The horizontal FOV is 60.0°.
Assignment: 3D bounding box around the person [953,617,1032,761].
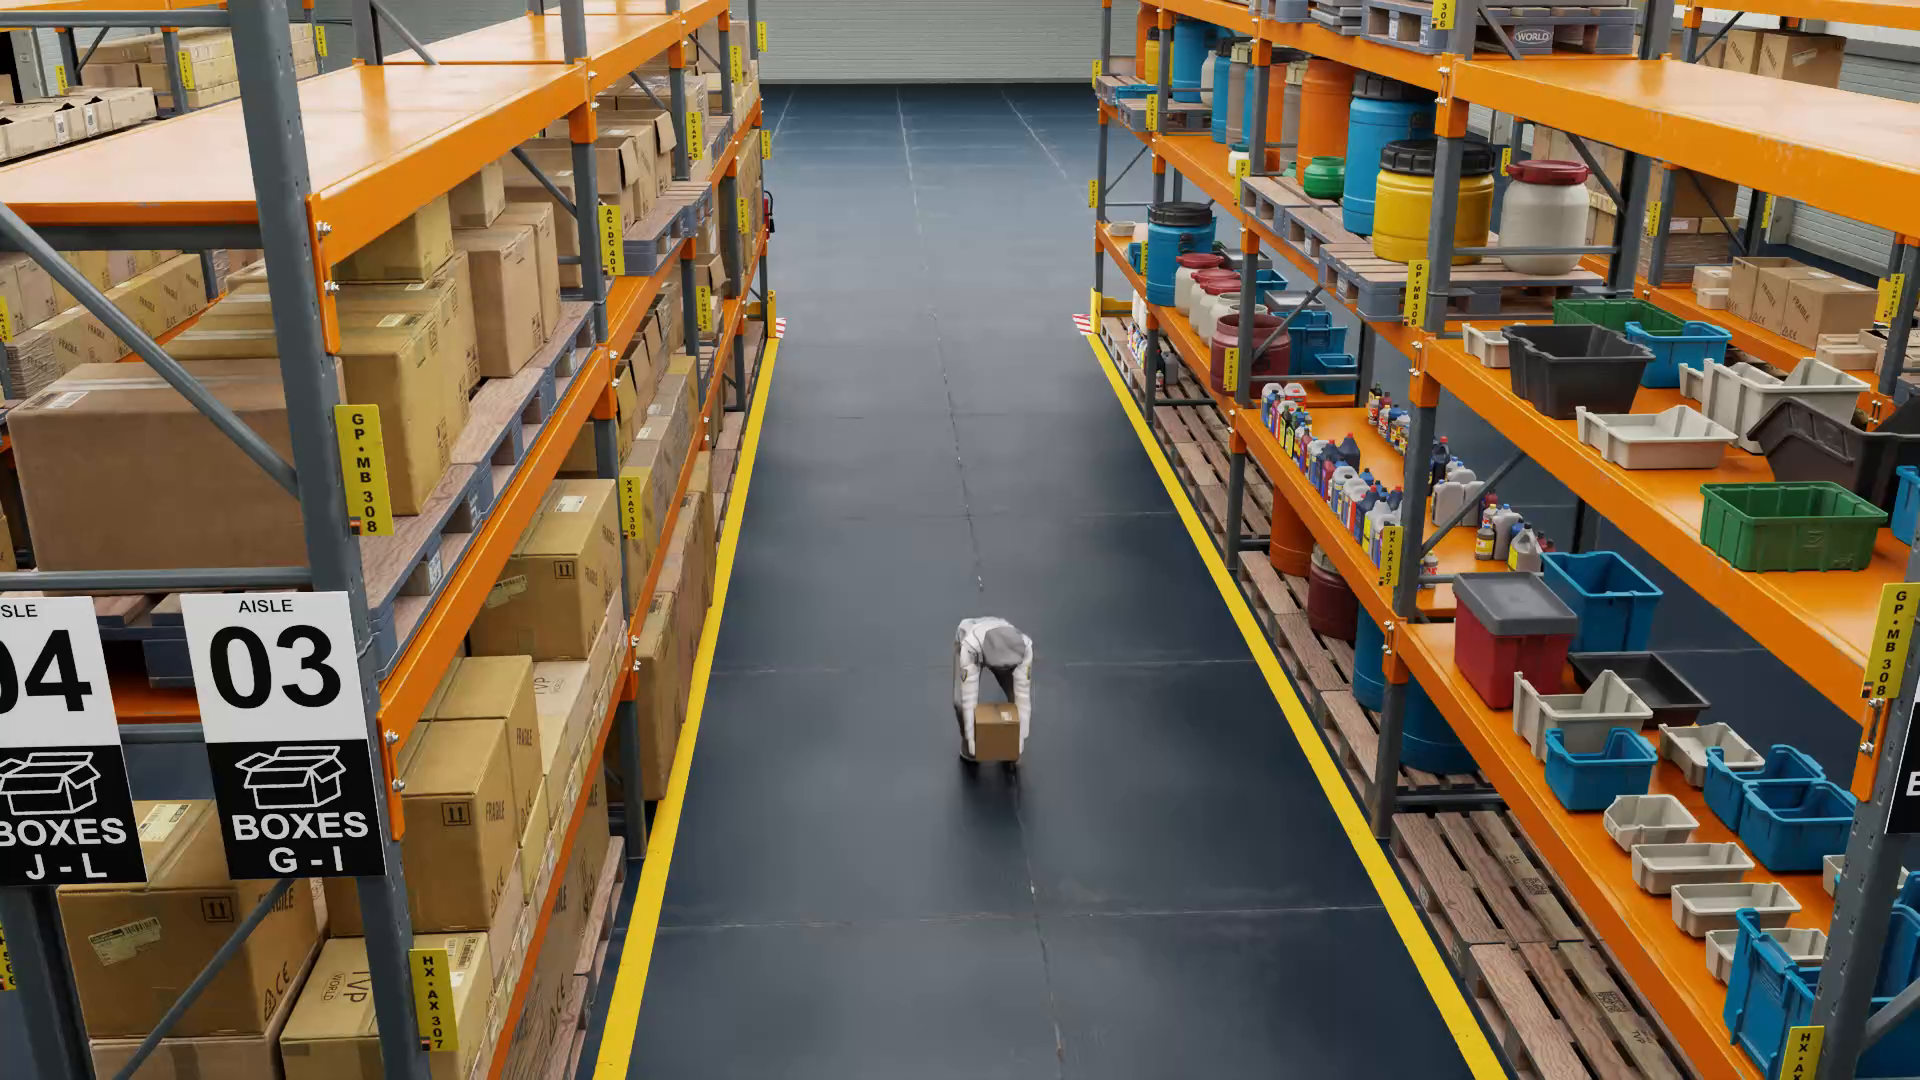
[{"bbox_3d":[0.184,0.853,9.771,0.453,0.989,0.899,-2,21,-5],"label":"person"}]
